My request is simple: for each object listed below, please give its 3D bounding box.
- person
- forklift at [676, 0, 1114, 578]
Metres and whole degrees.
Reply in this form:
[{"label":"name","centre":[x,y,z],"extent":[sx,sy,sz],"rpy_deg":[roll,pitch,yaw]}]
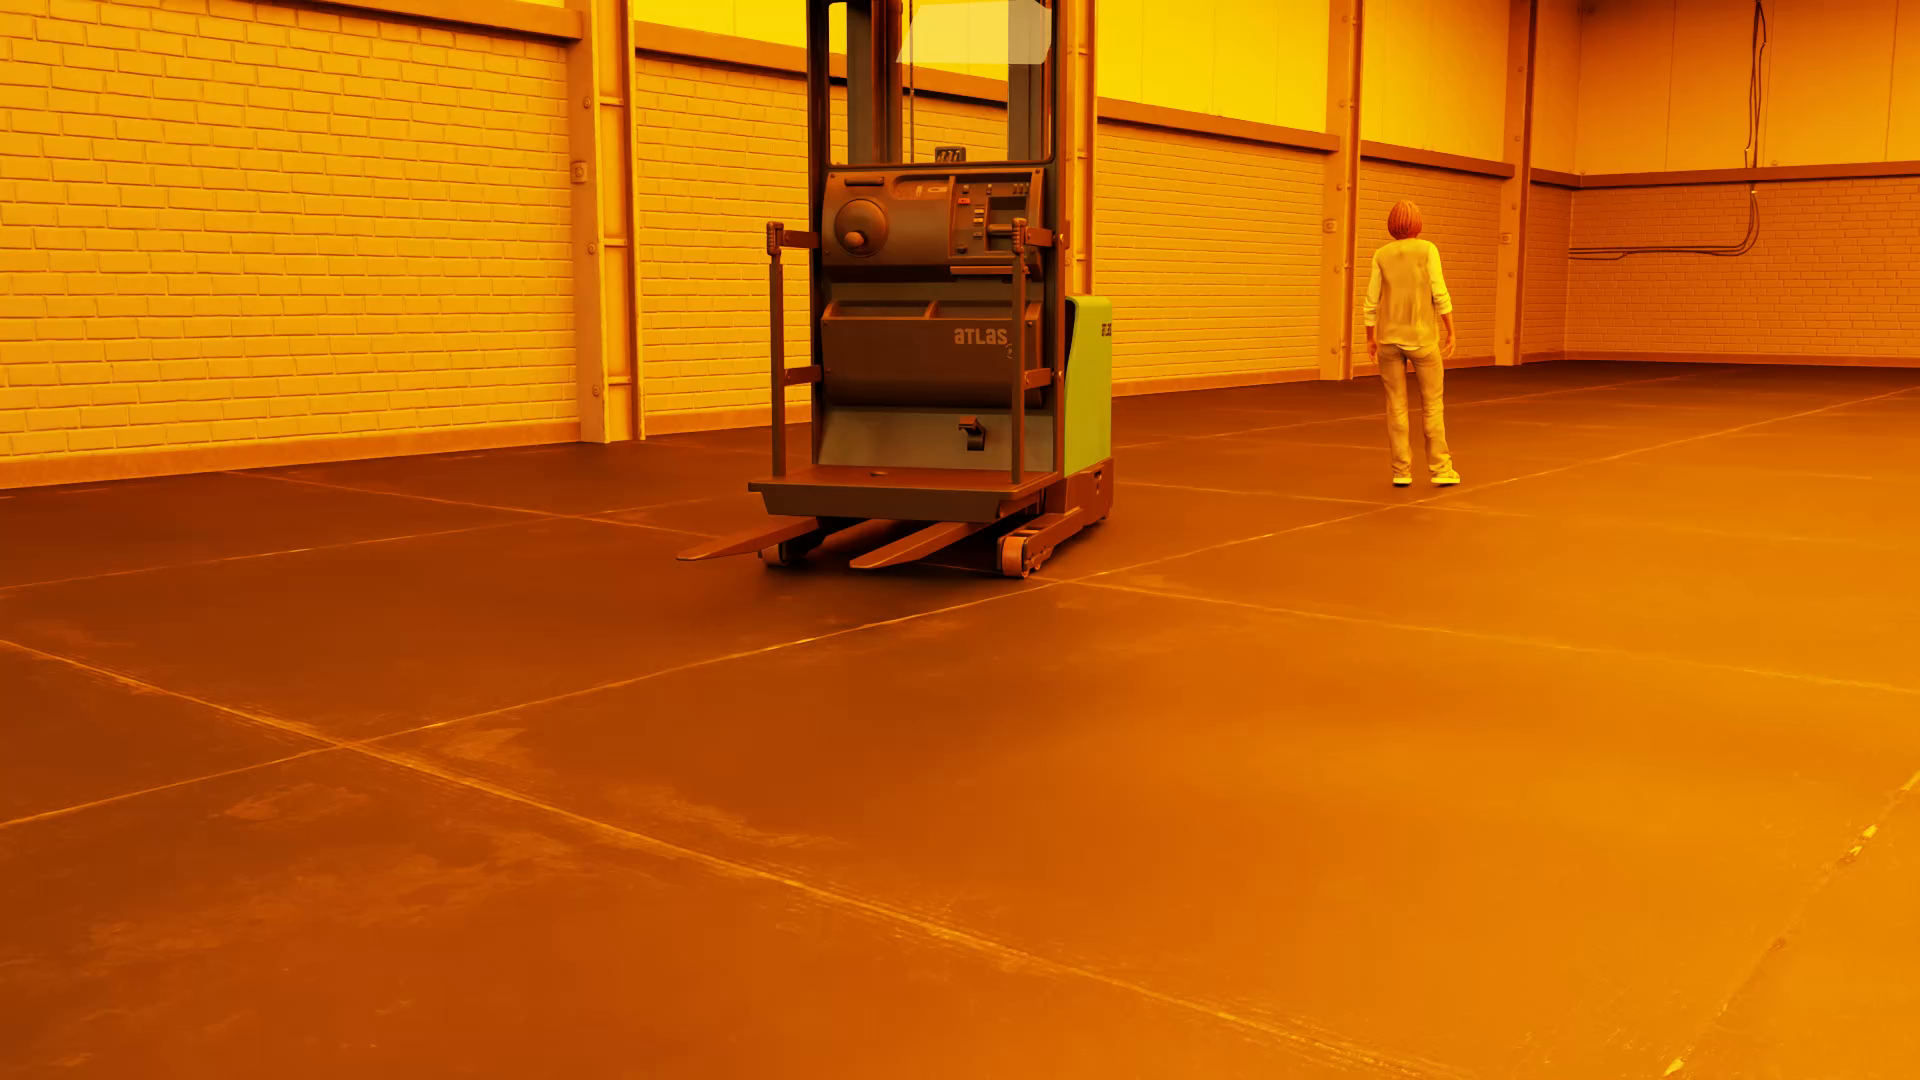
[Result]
[{"label":"person","centre":[2.569,-1.112,9.435],"extent":[0.520,1.597,0.475],"rpy_deg":[4,9,28]},{"label":"forklift","centre":[-0.176,-1.366,6.616],"extent":[1.130,2.935,3.031],"rpy_deg":[3,9,17]}]
